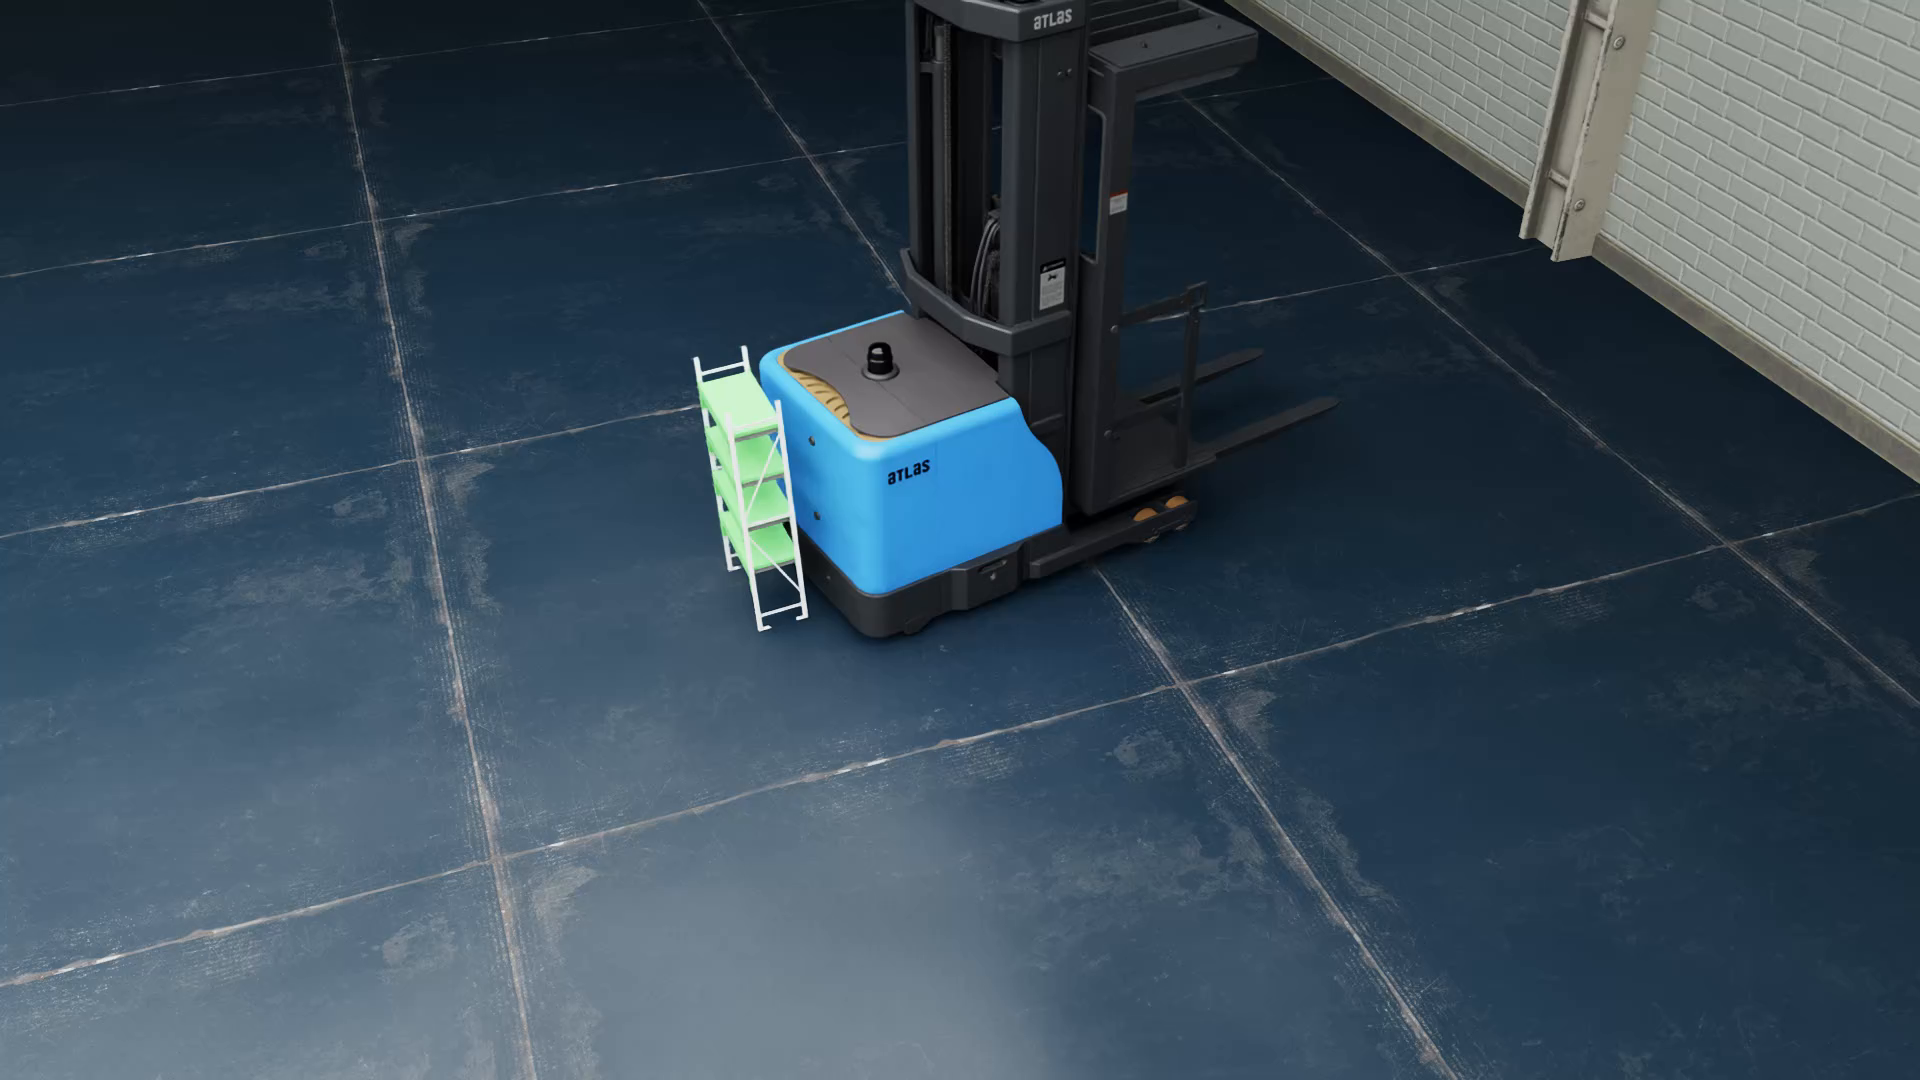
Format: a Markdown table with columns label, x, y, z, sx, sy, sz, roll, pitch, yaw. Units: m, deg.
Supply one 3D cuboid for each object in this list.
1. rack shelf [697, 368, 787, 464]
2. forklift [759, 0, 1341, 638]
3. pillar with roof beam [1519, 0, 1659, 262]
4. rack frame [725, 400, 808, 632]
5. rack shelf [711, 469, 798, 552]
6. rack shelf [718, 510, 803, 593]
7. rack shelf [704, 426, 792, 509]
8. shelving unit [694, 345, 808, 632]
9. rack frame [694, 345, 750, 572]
| label | x | y | z | sx | sy | sz | roll | pitch | yaw |
| --- | --- | --- | --- | --- | --- | --- | --- | --- | --- |
| rack shelf | -0.958 | -0.548 | 7.280 | 0.258 | 0.148 | 0.480 | -16 | 40 | -16 |
| forklift | 0.581 | -1.406 | 7.680 | 3.031 | 2.935 | 1.130 | -21 | 42 | -26 |
| pillar with roof beam | -0.171 | -4.618 | 6.902 | 9.100 | 9.000 | 0.400 | -12 | 39 | -16 |
| rack frame | -0.846 | -0.085 | 7.356 | 0.240 | 1.200 | 0.015 | -16 | 40 | -16 |
| rack shelf | -0.938 | -0.170 | 7.575 | 0.258 | 0.148 | 0.480 | -16 | 40 | -16 |
| rack shelf | -0.928 | 0.019 | 7.722 | 0.258 | 0.148 | 0.480 | -16 | 40 | -16 |
| rack shelf | -0.948 | -0.359 | 7.427 | 0.258 | 0.148 | 0.480 | -16 | 40 | -16 |
| shelving unit | -0.941 | -0.220 | 7.535 | 0.258 | 1.200 | 0.503 | -16 | 40 | -16 |
| rack frame | -1.035 | -0.356 | 7.715 | 0.240 | 1.200 | 0.015 | -16 | 40 | -16 |
